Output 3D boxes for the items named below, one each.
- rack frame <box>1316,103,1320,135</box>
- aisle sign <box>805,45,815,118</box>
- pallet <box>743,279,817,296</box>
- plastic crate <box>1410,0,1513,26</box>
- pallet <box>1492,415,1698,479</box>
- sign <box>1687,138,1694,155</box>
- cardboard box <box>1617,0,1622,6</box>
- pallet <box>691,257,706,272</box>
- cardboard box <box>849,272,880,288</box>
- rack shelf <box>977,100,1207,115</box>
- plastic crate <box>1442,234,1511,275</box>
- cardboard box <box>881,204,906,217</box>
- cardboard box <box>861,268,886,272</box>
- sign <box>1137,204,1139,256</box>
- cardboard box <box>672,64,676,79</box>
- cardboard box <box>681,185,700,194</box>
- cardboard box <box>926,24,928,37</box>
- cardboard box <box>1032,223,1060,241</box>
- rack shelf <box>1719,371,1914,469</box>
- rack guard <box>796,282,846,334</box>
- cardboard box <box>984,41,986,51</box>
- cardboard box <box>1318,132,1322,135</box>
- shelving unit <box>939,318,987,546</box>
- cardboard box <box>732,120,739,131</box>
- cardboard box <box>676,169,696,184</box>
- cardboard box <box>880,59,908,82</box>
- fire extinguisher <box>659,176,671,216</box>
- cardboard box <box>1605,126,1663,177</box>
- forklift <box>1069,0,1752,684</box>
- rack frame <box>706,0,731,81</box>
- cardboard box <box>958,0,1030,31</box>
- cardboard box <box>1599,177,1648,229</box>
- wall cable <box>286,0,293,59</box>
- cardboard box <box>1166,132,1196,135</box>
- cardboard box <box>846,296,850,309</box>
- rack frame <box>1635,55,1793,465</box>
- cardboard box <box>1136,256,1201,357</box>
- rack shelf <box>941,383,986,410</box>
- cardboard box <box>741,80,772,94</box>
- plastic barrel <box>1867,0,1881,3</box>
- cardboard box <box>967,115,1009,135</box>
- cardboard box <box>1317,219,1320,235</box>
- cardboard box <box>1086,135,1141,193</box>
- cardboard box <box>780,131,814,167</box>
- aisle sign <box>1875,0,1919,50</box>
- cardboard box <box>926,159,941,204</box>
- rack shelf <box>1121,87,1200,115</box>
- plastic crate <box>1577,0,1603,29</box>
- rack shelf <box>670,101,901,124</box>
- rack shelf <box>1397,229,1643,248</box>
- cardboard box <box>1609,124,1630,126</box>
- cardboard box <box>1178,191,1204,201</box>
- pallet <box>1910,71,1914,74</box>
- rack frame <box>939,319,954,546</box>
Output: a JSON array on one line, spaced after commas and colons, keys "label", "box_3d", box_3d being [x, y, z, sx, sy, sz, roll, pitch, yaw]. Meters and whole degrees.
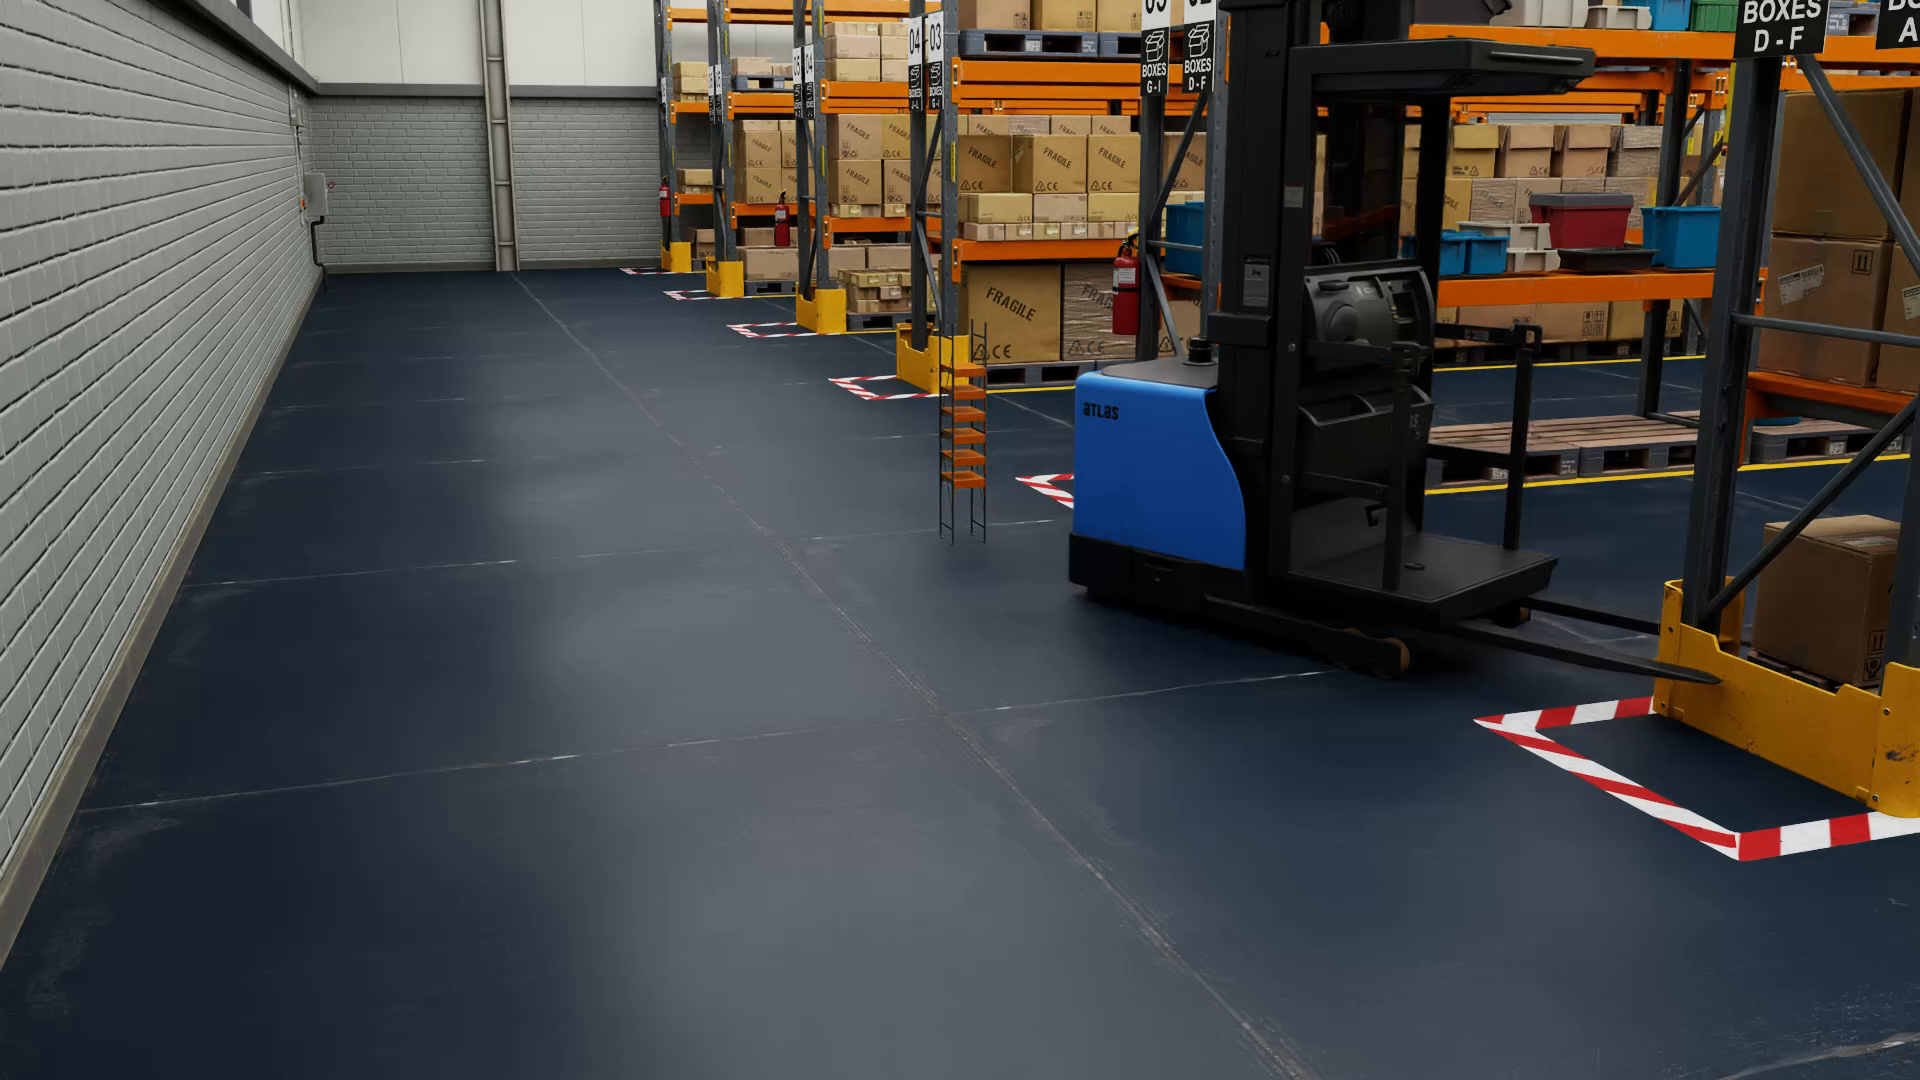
[{"label": "rack frame", "box_3d": [3.558, -3.160, 15.945, 0.127, 3.000, 1.000, -4, 14, -18]}, {"label": "aisle sign", "box_3d": [-1.692, -5.153, 18.709, 0.004, 0.787, 0.394, -4, 14, -18]}, {"label": "pallet", "box_3d": [-2.660, -3.758, 24.485, 1.213, 0.211, 1.003, -4, 14, -18]}, {"label": "plastic crate", "box_3d": [2.883, -3.260, 10.018, 0.767, 0.338, 0.504, -4, 14, -18]}, {"label": "pallet", "box_3d": [4.454, -0.654, 11.437, 1.213, 0.211, 1.003, -4, 14, -18]}, {"label": "sign", "box_3d": [9.837, -5.252, 22.410, 0.005, 0.325, 0.100, -4, 14, -18]}, {"label": "cardboard box", "box_3d": [6.794, -5.108, 16.523, 0.637, 0.503, 0.797, -4, 14, -15]}, {"label": "pallet", "box_3d": [-4.153, -4.834, 29.012, 1.213, 0.211, 1.003, -4, 14, -18]}, {"label": "cardboard box", "box_3d": [-1.114, -3.031, 19.371, 0.250, 0.149, 0.380, -5, 14, -21]}, {"label": "rack shelf", "box_3d": [2.293, -6.590, 25.439, 4.000, 0.370, 1.077, -4, 14, -18]}, {"label": "plastic crate", "box_3d": [3.218, -1.791, 10.424, 0.300, 0.233, 0.416, -4, 14, -18]}, {"label": "cardboard box", "box_3d": [-0.807, -3.826, 19.287, 0.250, 0.149, 0.380, -5, 14, -20]}, {"label": "cardboard box", "box_3d": [-1.041, -3.167, 19.944, 0.250, 0.149, 0.380, -4, 14, -17]}, {"label": "sign", "box_3d": [1.156, -1.977, 10.620, 0.005, 0.325, 0.100, -4, 14, -18]}, {"label": "cardboard box", "box_3d": [-4.648, -7.995, 28.390, 0.500, 0.250, 0.500, -5, 14, -20]}, {"label": "cardboard box", "box_3d": [-4.581, -5.968, 28.295, 0.250, 0.149, 0.380, -5, 14, -18]}, {"label": "cardboard box", "box_3d": [-0.370, -5.836, 19.097, 0.250, 0.149, 0.380, -4, 14, -16]}, {"label": "cardboard box", "box_3d": [0.694, -2.735, 14.700, 0.250, 0.149, 0.380, -5, 14, -19]}, {"label": "rack shelf", "box_3d": [4.819, -0.489, 6.273, 4.000, 0.370, 1.077, -4, 14, -18]}, {"label": "rack guard", "box_3d": [-1.647, -2.749, 19.622, 0.348, 0.500, 1.175, -4, 14, -18]}, {"label": "cardboard box", "box_3d": [0.236, -5.676, 19.285, 0.500, 0.250, 0.500, -5, 14, -20]}, {"label": "cardboard box", "box_3d": [5.649, -6.524, 26.922, 0.250, 0.149, 0.380, -5, 14, -21]}, {"label": "shelving unit", "box_3d": [0.014, -0.585, 9.008, 0.189, 1.200, 0.258, -4, 14, -18]}, {"label": "cardboard box", "box_3d": [-3.117, -5.959, 23.935, 0.250, 0.149, 0.380, -4, 14, -17]}, {"label": "cardboard box", "box_3d": [-4.629, -6.290, 28.788, 0.500, 0.250, 0.500, -4, 14, -16]}, {"label": "cardboard box", "box_3d": [-0.711, -5.361, 19.042, 0.500, 0.250, 0.500, -4, 14, -16]}, {"label": "fire extinguisher", "box_3d": [-4.972, -5.795, 27.997, 0.183, 0.674, 0.296, -4, 14, -18]}, {"label": "cardboard box", "box_3d": [6.651, -3.941, 16.847, 0.637, 0.503, 0.797, -4, 14, -16]}, {"label": "forklift", "box_3d": [1.913, -0.997, 7.000, 1.130, 2.935, 3.031, -13, 18, -43]}, {"label": "rack frame", "box_3d": [-3.393, -7.957, 23.147, 0.127, 3.000, 1.000, -4, 14, -18]}, {"label": "cardboard box", "box_3d": [0.243, -4.676, 14.496, 0.500, 0.500, 0.700, -5, 14, -21]}, {"label": "cardboard box", "box_3d": [6.486, -3.377, 16.644, 0.500, 0.500, 0.500, -5, 14, -19]}, {"label": "wall cable", "box_3d": [-8.932, -7.640, 21.817, 0.029, 3.000, 2.355, -4, 14, -18]}, {"label": "cardboard box", "box_3d": [3.299, -6.028, 25.628, 0.500, 0.500, 0.500, -4, 14, -17]}, {"label": "cardboard box", "box_3d": [-1.286, -2.862, 19.946, 0.250, 0.149, 0.380, -4, 14, -17]}, {"label": "rack frame", "box_3d": [5.138, -2.074, 11.378, 0.127, 3.000, 1.000, -4, 14, -18]}, {"label": "cardboard box", "box_3d": [2.054, -2.233, 15.732, 0.875, 0.875, 0.875, -4, 14, -18]}, {"label": "rack shelf", "box_3d": [0.014, -0.775, 8.963, 0.180, 0.103, 0.258, -4, 14, -18]}, {"label": "cardboard box", "box_3d": [-3.508, -7.707, 28.263, 0.500, 0.250, 0.500, -5, 14, -20]}, {"label": "plastic barrel", "box_3d": [6.707, -4.141, 11.595, 0.708, 0.901, 0.600, -4, 14, -18]}, {"label": "cardboard box", "box_3d": [0.249, -4.725, 19.506, 0.500, 0.500, 0.500, -5, 14, -20]}, {"label": "cardboard box", "box_3d": [3.374, -2.943, 15.578, 0.250, 0.149, 0.380, -4, 14, -18]}, {"label": "cardboard box", "box_3d": [1.271, -3.354, 14.822, 0.500, 0.500, 0.500, -5, 14, -20]}, {"label": "cardboard box", "box_3d": [-2.360, -5.586, 23.767, 0.500, 0.500, 0.500, -5, 14, -20]}, {"label": "aisle sign", "box_3d": [2.952, -1.887, 4.976, 0.004, 0.787, 0.394, -4, 14, -18]}, {"label": "cardboard box", "box_3d": [-0.238, -4.204, 19.477, 0.500, 0.500, 0.500, -4, 14, -17]}, {"label": "rack shelf", "box_3d": [3.968, -5.512, 20.907, 4.000, 0.370, 1.077, -4, 14, -18]}, {"label": "plastic crate", "box_3d": [3.873, -3.438, 10.914, 0.590, 0.269, 0.497, -4, 14, -18]}, {"label": "rack shelf", "box_3d": [-3.084, -7.383, 28.774, 4.000, 0.370, 1.077, -4, 14, -18]}, {"label": "rack shelf", "box_3d": [5.454, -2.958, 16.649, 4.000, 0.370, 1.077, -4, 14, -18]}, {"label": "cardboard box", "box_3d": [10.874, -6.778, 28.134, 0.500, 0.500, 0.700, -4, 14, -18]}, {"label": "cardboard box", "box_3d": [2.250, -3.065, 15.228, 0.500, 0.250, 0.500, -4, 14, -17]}, {"label": "pallet", "box_3d": [10.522, -5.096, 18.009, 1.003, 0.211, 1.213, -4, 14, -18]}, {"label": "rack frame", "box_3d": [-0.073, -0.578, 8.980, 0.006, 1.200, 0.240, -4, 14, -18]}]
